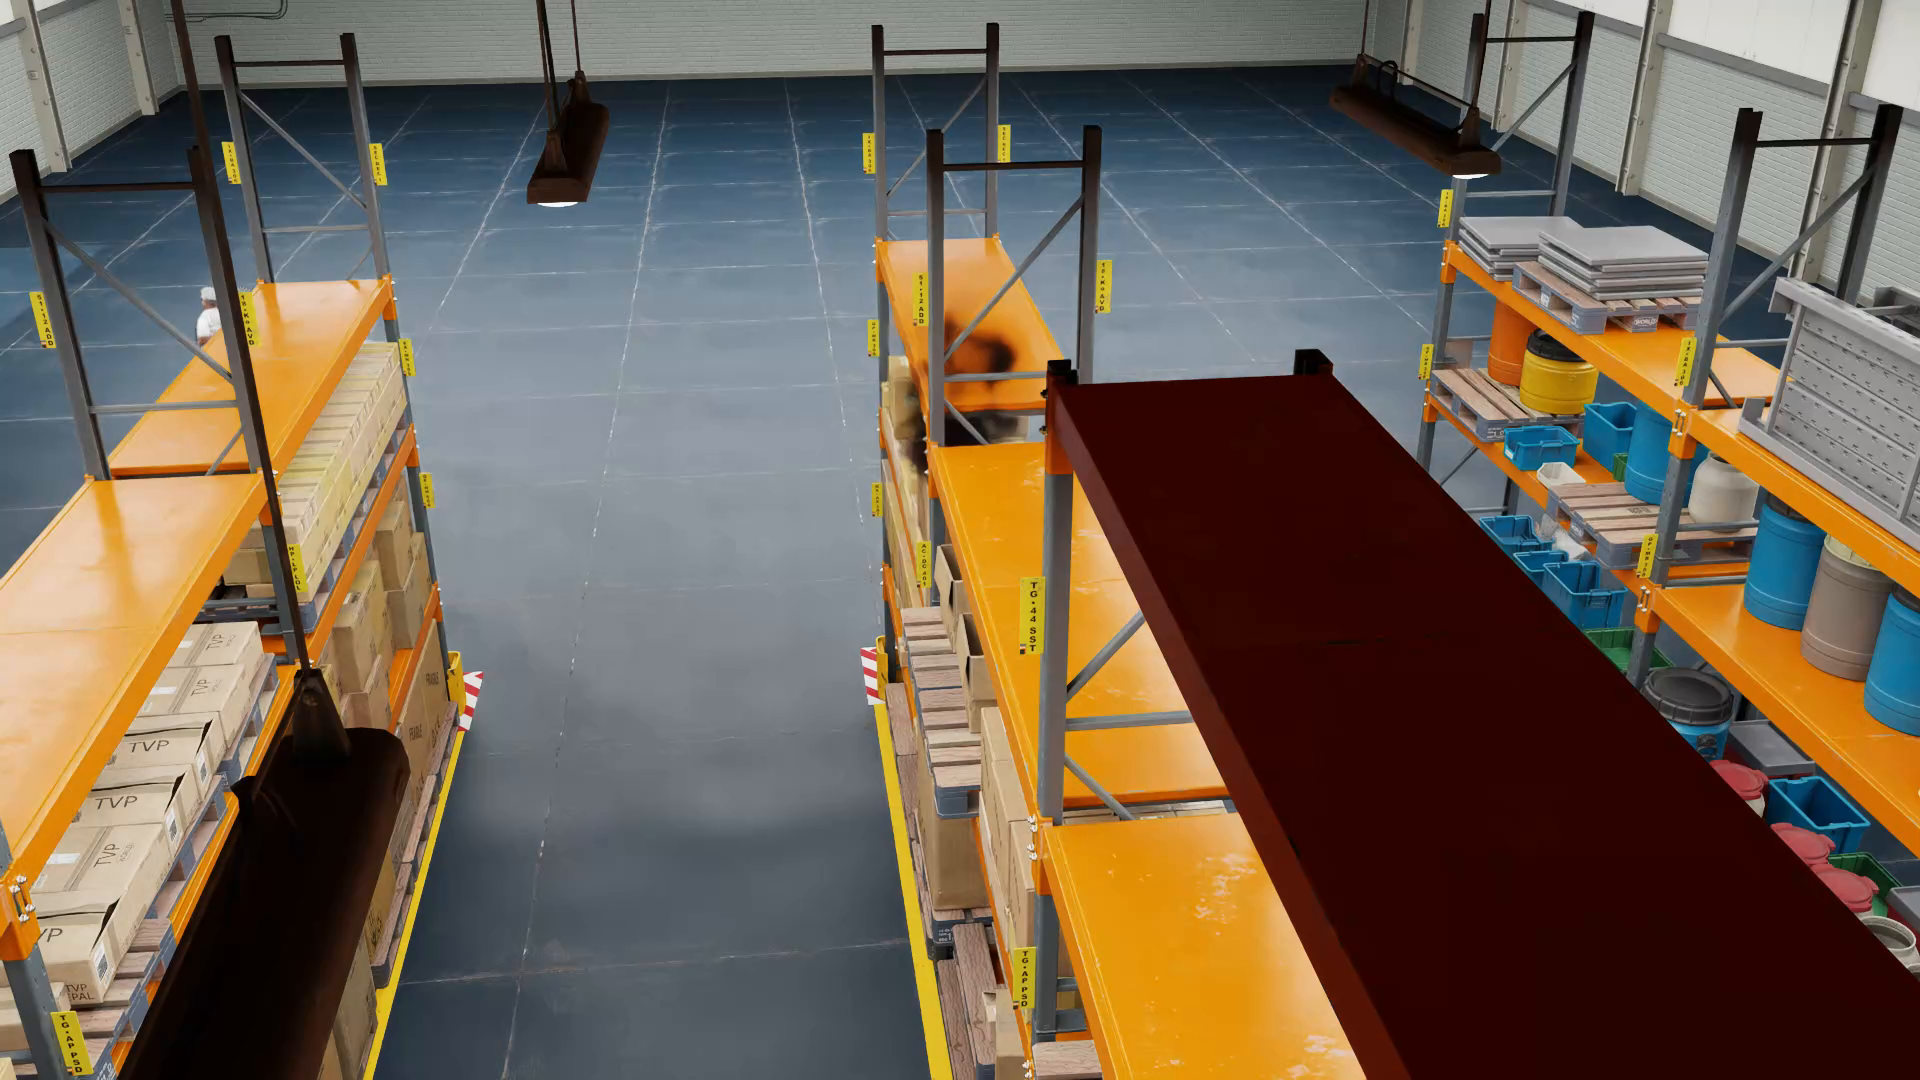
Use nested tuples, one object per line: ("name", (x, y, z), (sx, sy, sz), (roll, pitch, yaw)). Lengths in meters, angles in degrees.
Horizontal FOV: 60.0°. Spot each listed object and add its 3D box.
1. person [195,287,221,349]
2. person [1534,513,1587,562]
("person", (-9.598, -2.433, 21.617), (0.599, 1.737, 0.670), (13, 28, 25))
("person", (5.890, 0.096, 16.298), (0.691, 1.750, 0.625), (-19, 31, -34))
